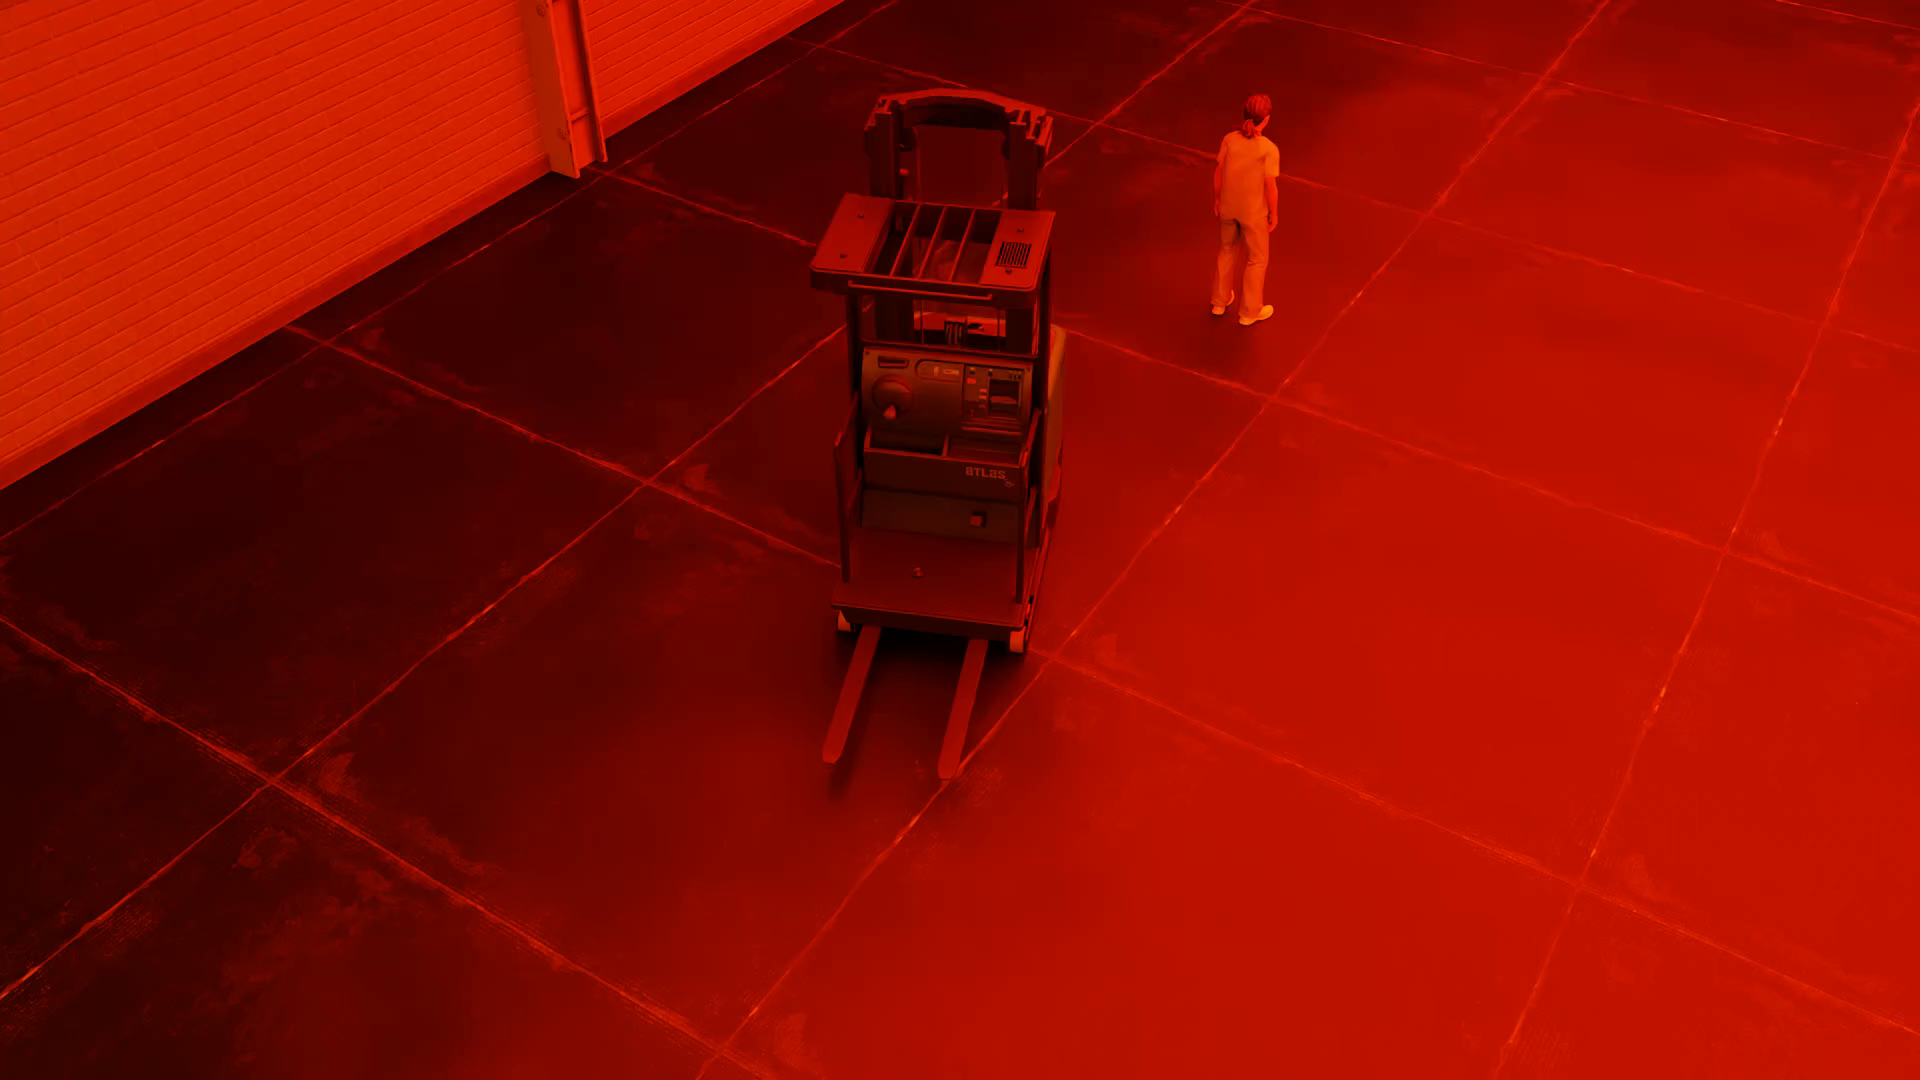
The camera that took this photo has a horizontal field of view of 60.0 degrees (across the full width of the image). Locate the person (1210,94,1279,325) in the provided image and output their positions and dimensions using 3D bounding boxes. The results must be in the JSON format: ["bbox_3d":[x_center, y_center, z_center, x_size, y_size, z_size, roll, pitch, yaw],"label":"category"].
[{"bbox_3d":[2.009,-2.315,11.674,0.508,1.671,0.365,25,46,27],"label":"person"}]

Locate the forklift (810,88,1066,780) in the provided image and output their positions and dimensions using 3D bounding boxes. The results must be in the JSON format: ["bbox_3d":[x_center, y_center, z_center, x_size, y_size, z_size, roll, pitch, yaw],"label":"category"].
[{"bbox_3d":[-0.108,-0.731,8.830,1.130,2.935,3.031,7,41,8],"label":"forklift"}]
